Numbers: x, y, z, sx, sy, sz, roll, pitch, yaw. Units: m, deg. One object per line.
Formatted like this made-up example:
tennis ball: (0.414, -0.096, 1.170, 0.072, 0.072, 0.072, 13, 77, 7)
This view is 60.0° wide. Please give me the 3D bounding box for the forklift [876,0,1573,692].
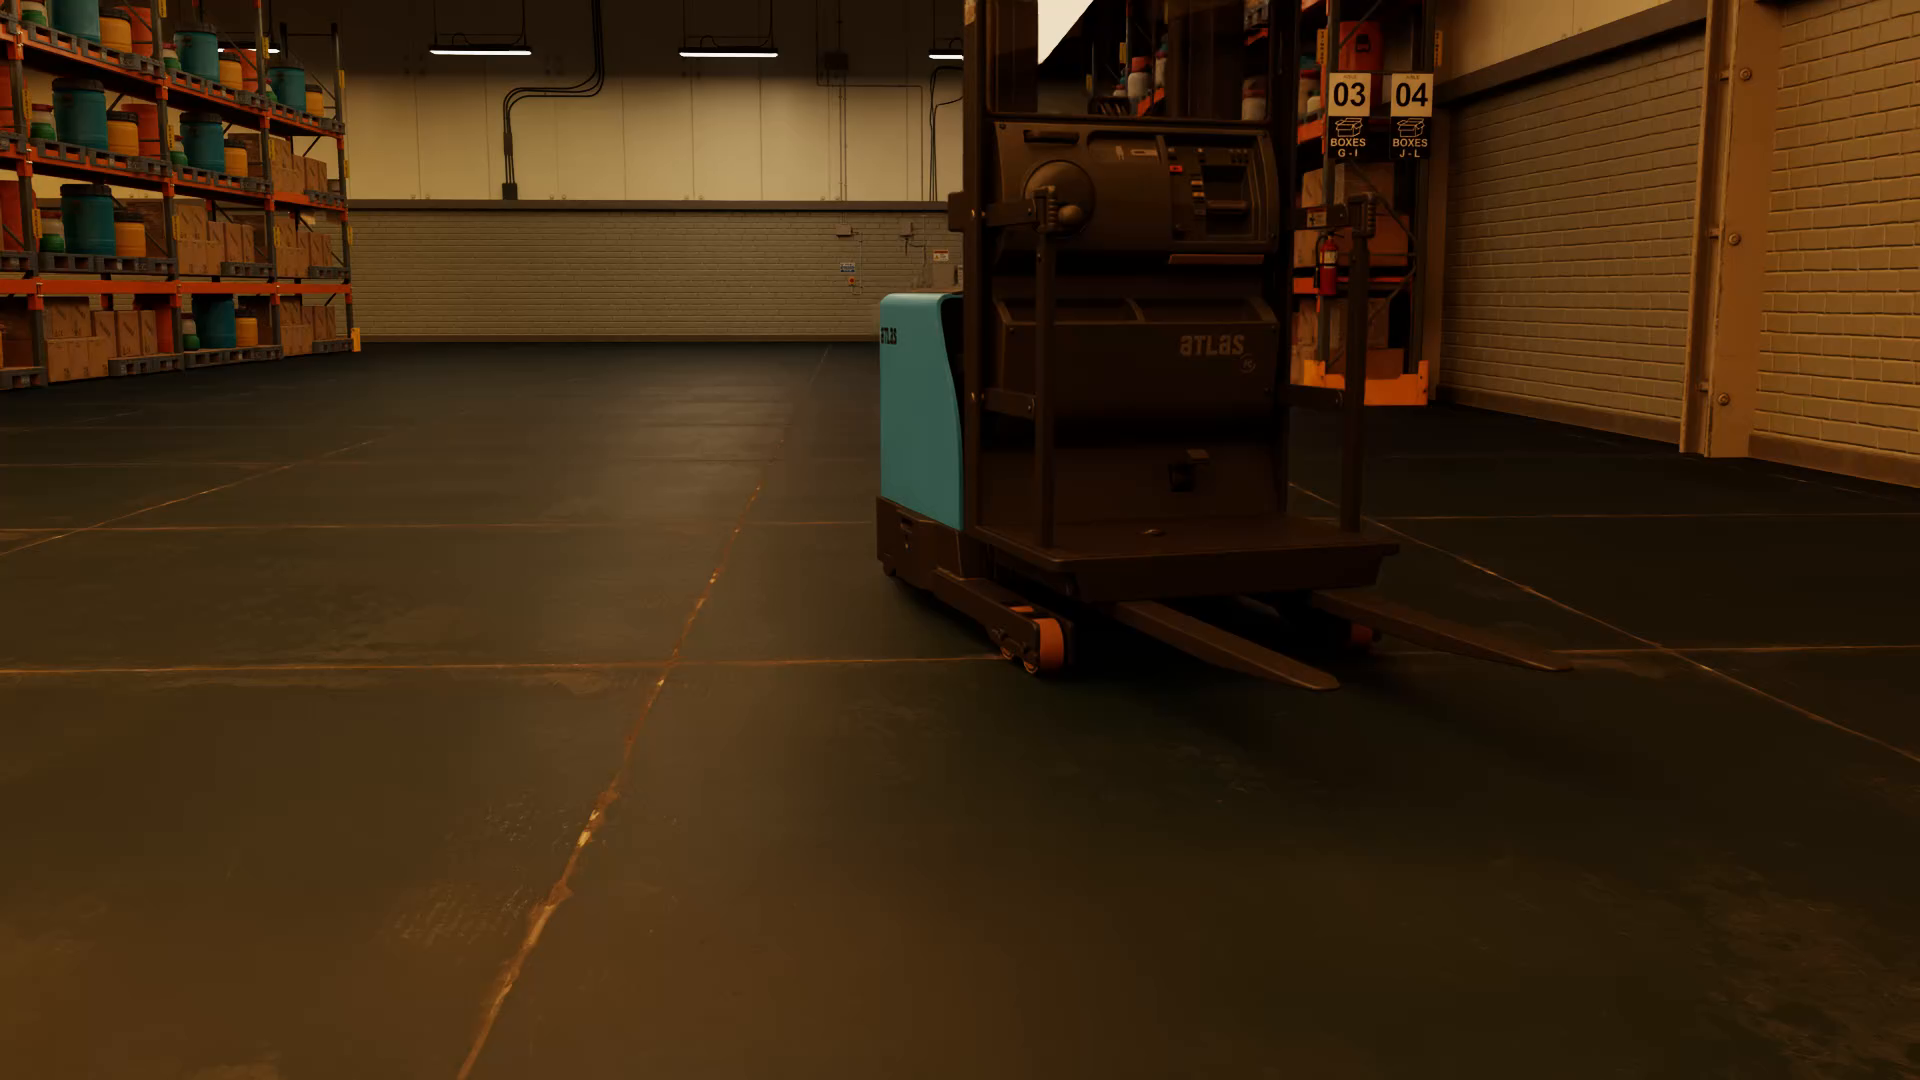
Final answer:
forklift: (0.623, -1.132, 4.953, 1.130, 2.935, 3.031, -3, 9, -18)
